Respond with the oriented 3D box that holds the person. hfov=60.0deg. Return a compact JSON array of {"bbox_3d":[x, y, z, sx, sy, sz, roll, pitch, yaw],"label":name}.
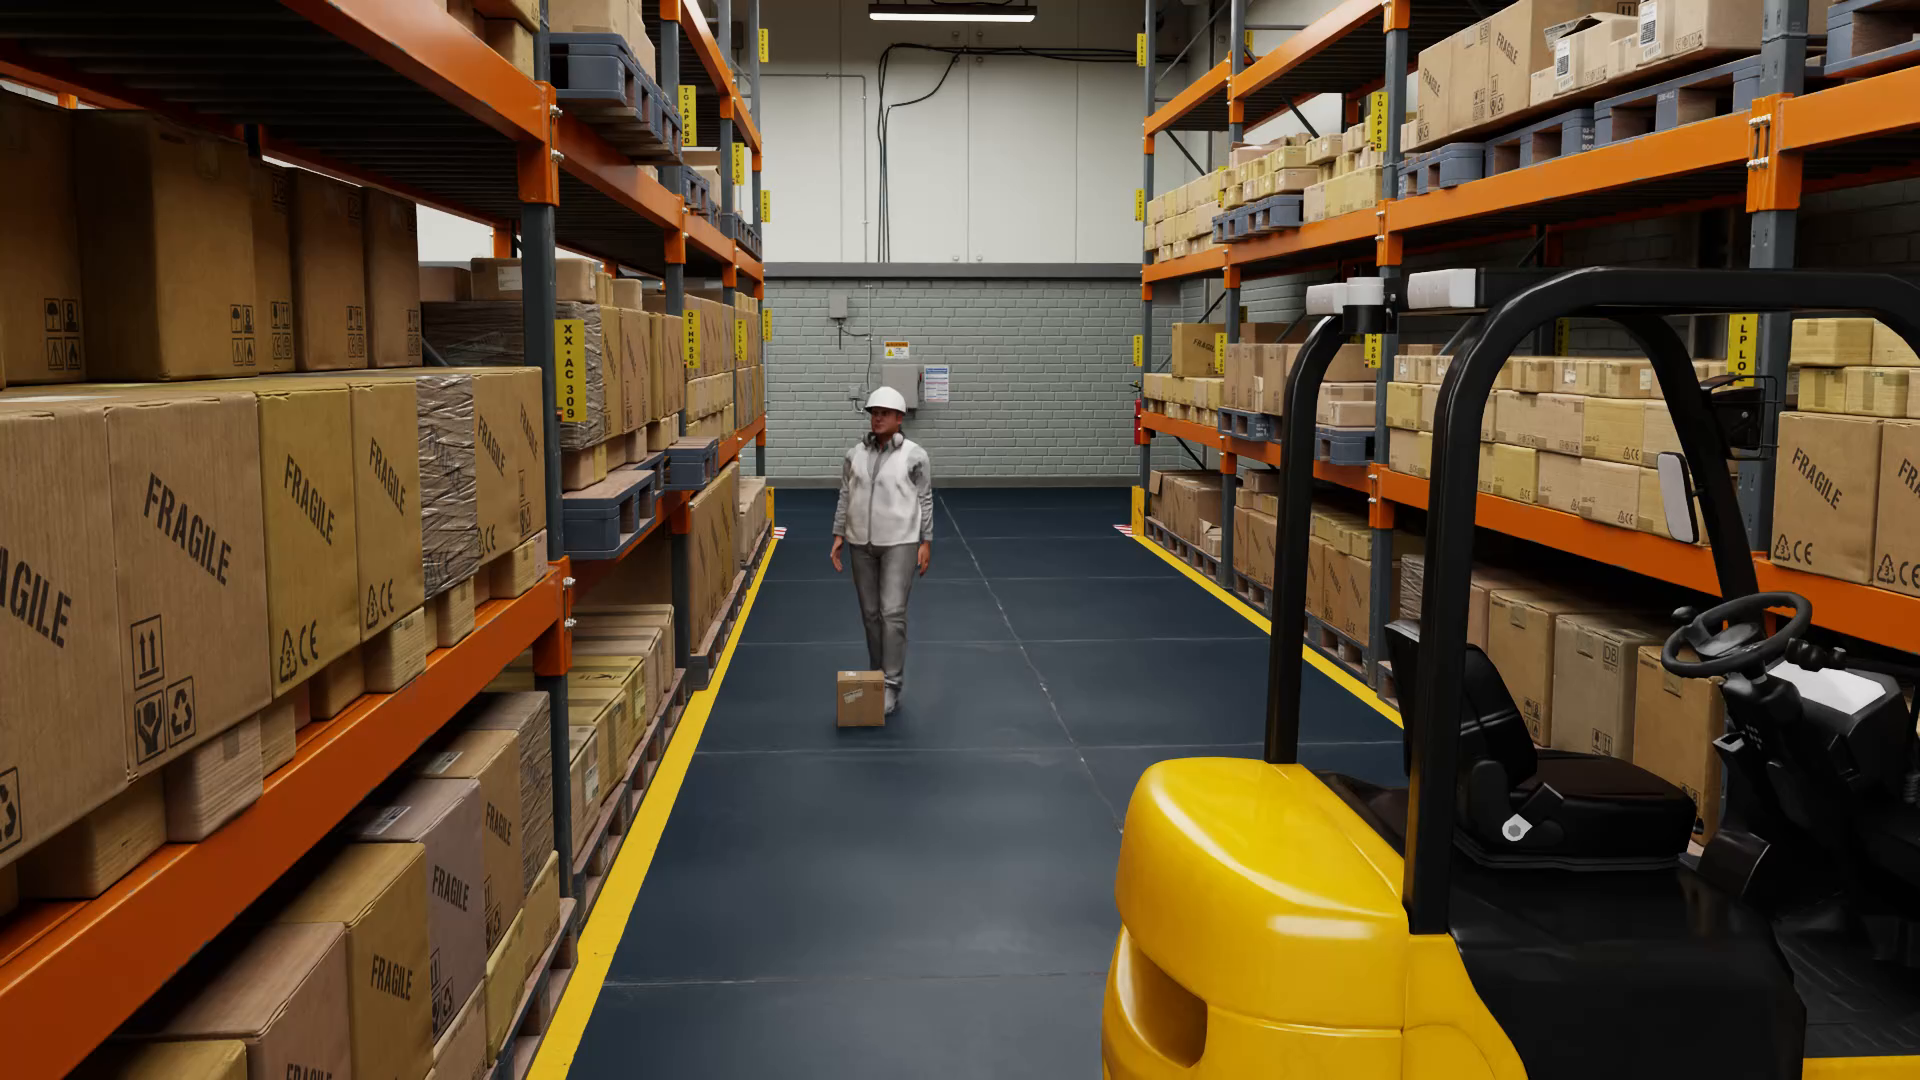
[{"bbox_3d":[-0.493,0.033,9.300,0.558,1.765,0.665,3,7,22],"label":"person"}]
